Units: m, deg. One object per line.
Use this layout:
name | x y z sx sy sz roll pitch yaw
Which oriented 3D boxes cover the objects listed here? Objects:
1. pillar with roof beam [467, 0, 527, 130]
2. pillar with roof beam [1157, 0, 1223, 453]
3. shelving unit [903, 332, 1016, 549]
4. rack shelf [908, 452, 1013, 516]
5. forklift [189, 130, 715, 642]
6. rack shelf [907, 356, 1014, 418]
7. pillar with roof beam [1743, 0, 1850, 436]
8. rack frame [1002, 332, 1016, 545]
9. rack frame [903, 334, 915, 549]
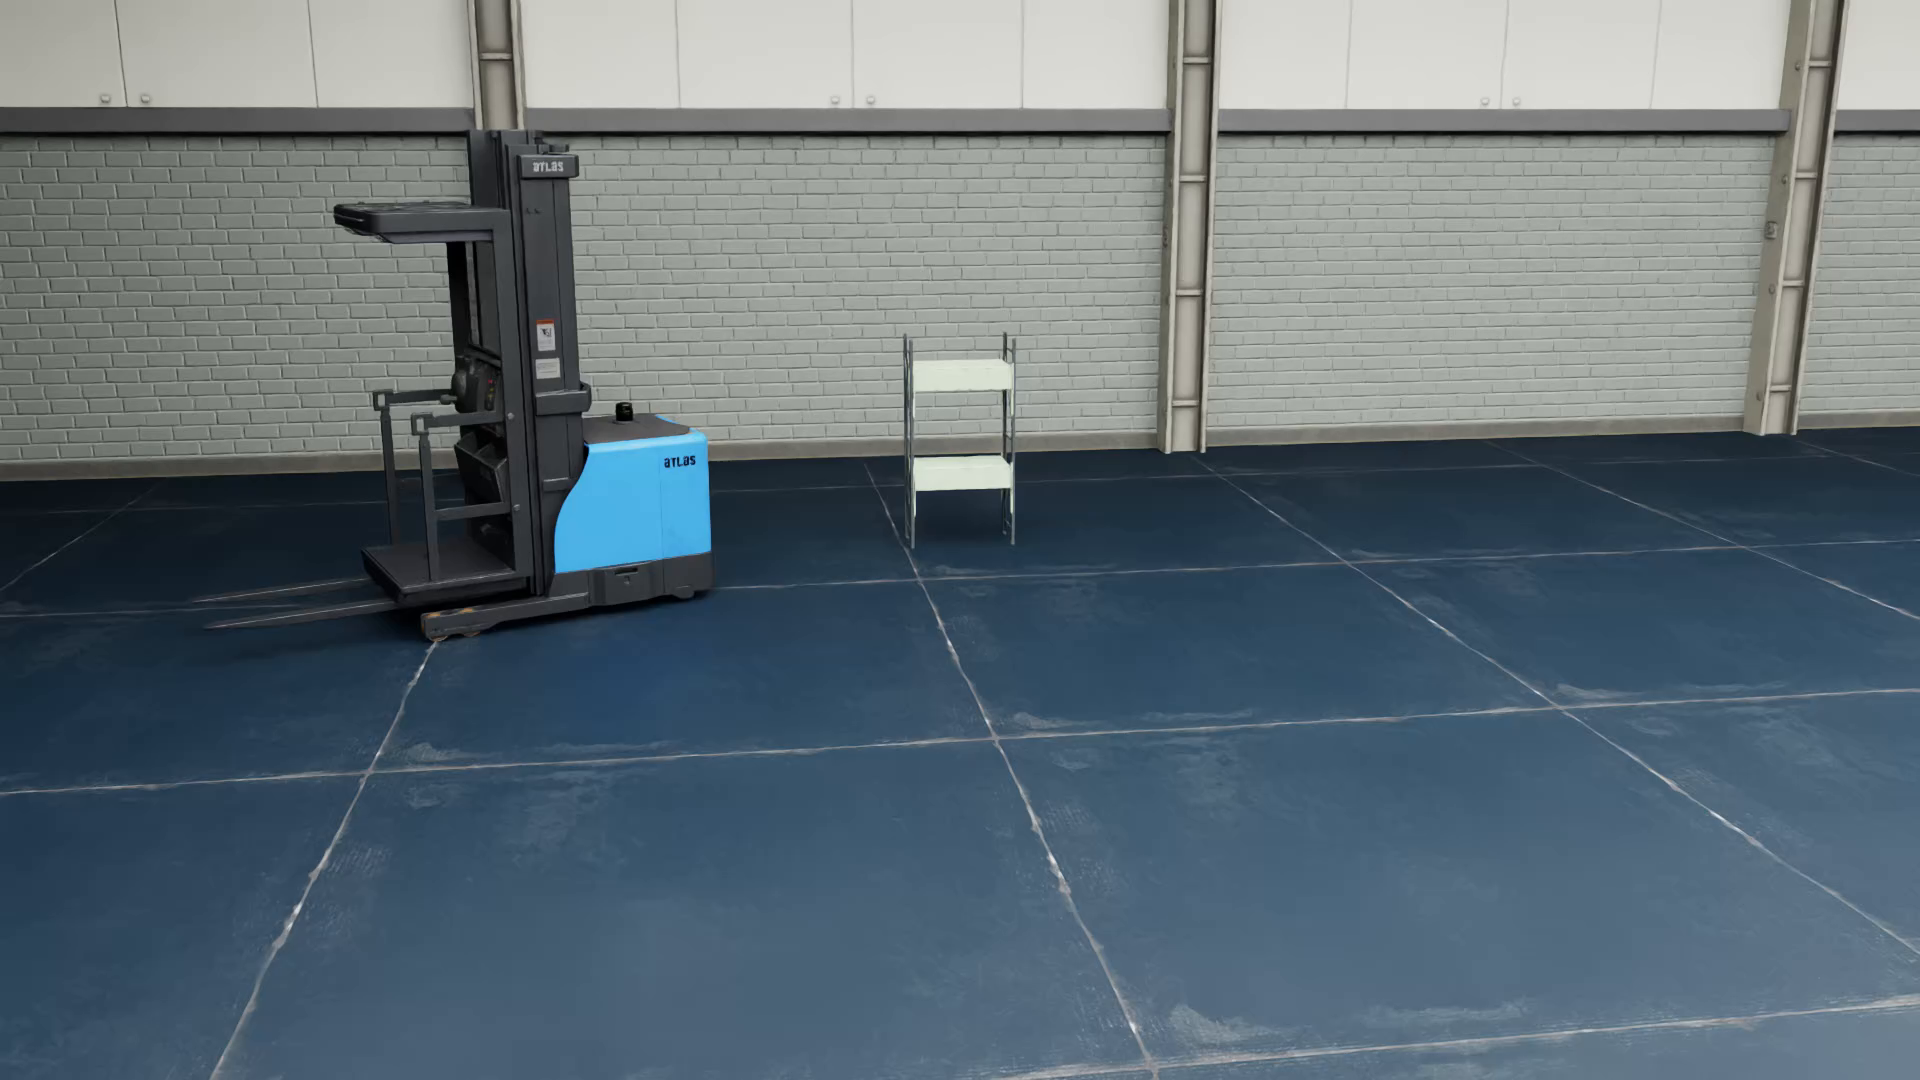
pillar with roof beam | -3.218 -3.959 9.507 0.400 9.000 9.100 -2 14 -8
pillar with roof beam | 2.715 -4.176 10.374 0.400 9.000 9.100 -2 14 -8
shelving unit | -0.007 -0.727 12.038 0.755 1.500 0.431 -2 14 -8
rack shelf | -0.007 -0.411 12.118 0.720 0.370 0.431 -2 14 -8
forklift | -3.114 -0.968 10.055 3.031 2.935 1.130 -8 16 -30
rack shelf | -0.007 -1.106 11.943 0.720 0.370 0.431 -2 14 -8
pillar with roof beam | 8.648 -4.393 11.241 0.400 9.000 9.100 -2 14 -8
rack frame | 0.355 -0.740 12.091 0.023 1.500 0.400 -2 14 -8
rack frame | -0.369 -0.714 11.986 0.023 1.500 0.400 -2 14 -8
